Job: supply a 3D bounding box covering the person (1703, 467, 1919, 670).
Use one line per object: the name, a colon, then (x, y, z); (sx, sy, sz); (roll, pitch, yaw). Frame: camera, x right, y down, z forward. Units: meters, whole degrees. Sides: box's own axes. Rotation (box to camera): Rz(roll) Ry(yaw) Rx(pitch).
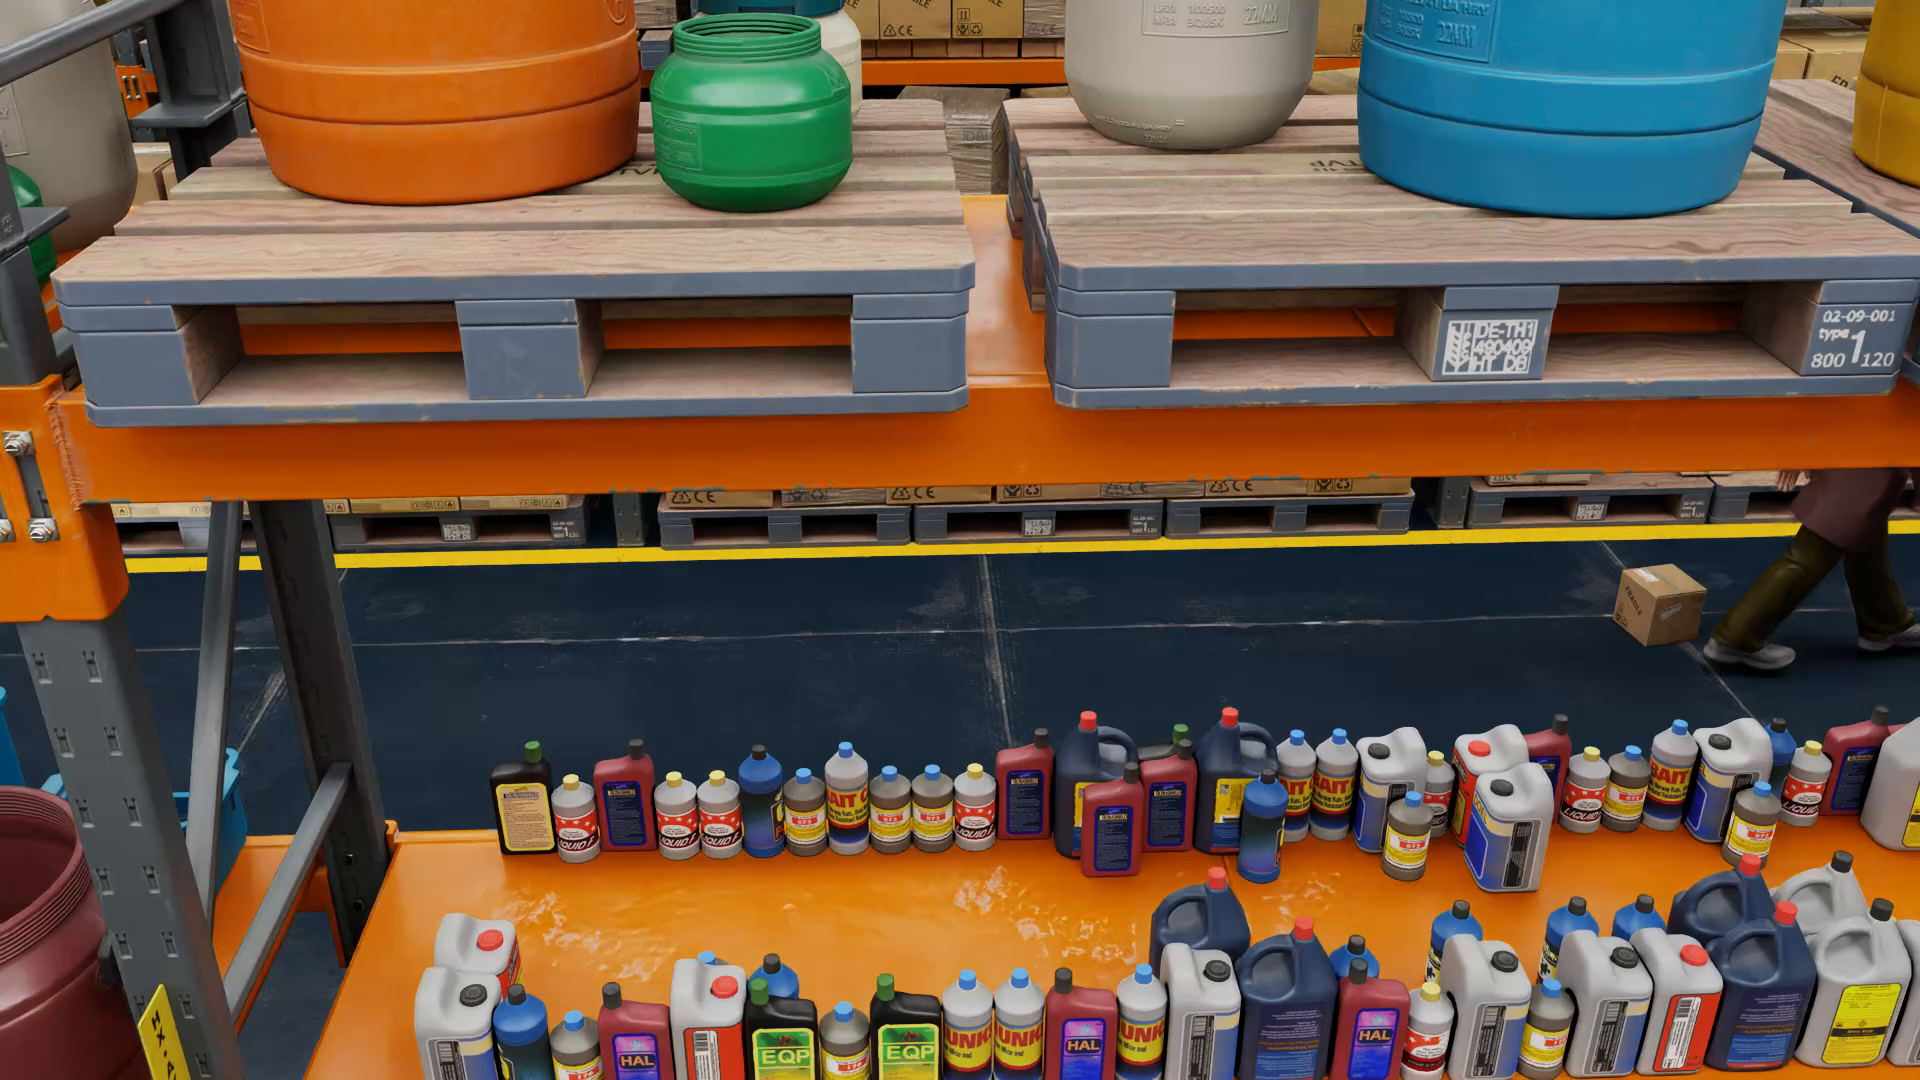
person: (3.653, -0.260, 6.613); (1.078, 1.724, 0.637); (0, 27, 0)
